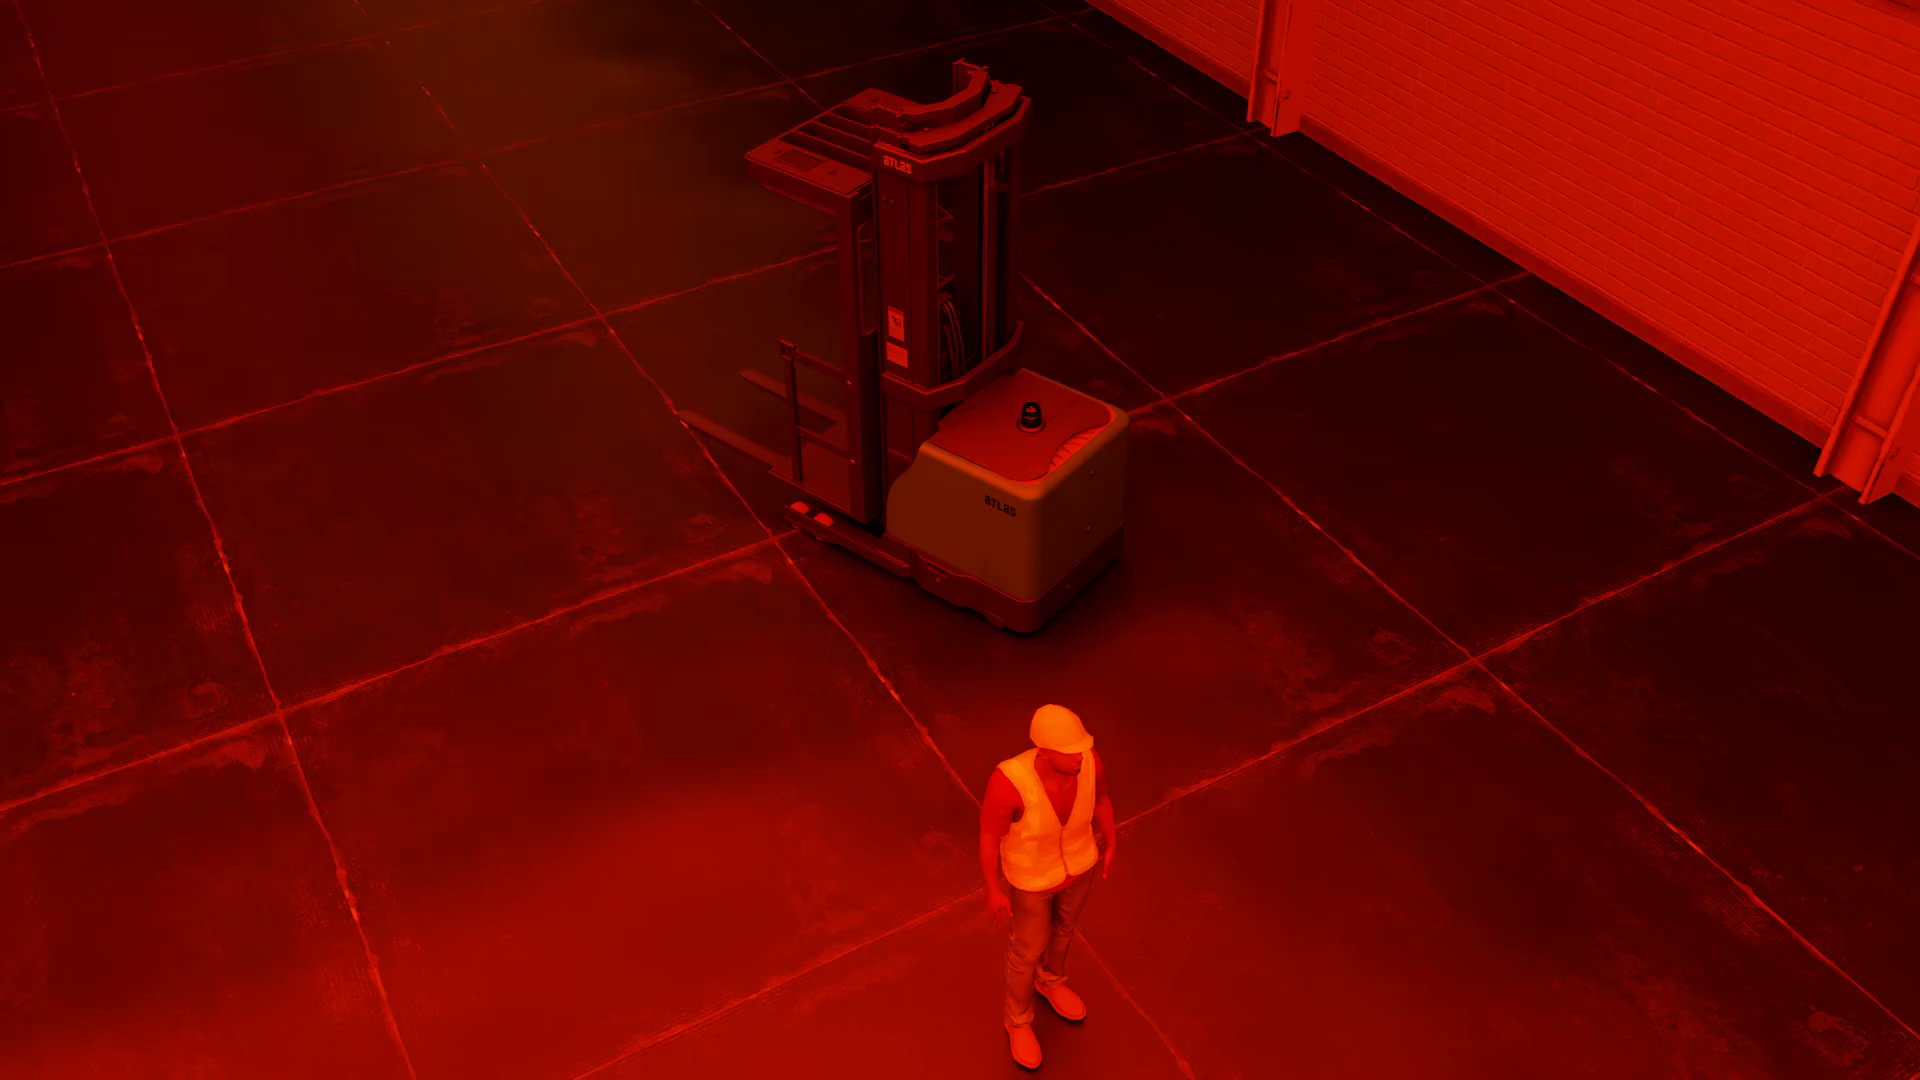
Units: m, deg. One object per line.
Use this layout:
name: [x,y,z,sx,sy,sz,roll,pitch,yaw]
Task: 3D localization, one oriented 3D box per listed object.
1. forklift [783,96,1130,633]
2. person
forklift: [-0.049,-1.118,9.454,1.939,2.843,1.129,26,46,28]
person: [0.426,1.460,7.177,0.665,1.768,0.575,-20,44,-23]
